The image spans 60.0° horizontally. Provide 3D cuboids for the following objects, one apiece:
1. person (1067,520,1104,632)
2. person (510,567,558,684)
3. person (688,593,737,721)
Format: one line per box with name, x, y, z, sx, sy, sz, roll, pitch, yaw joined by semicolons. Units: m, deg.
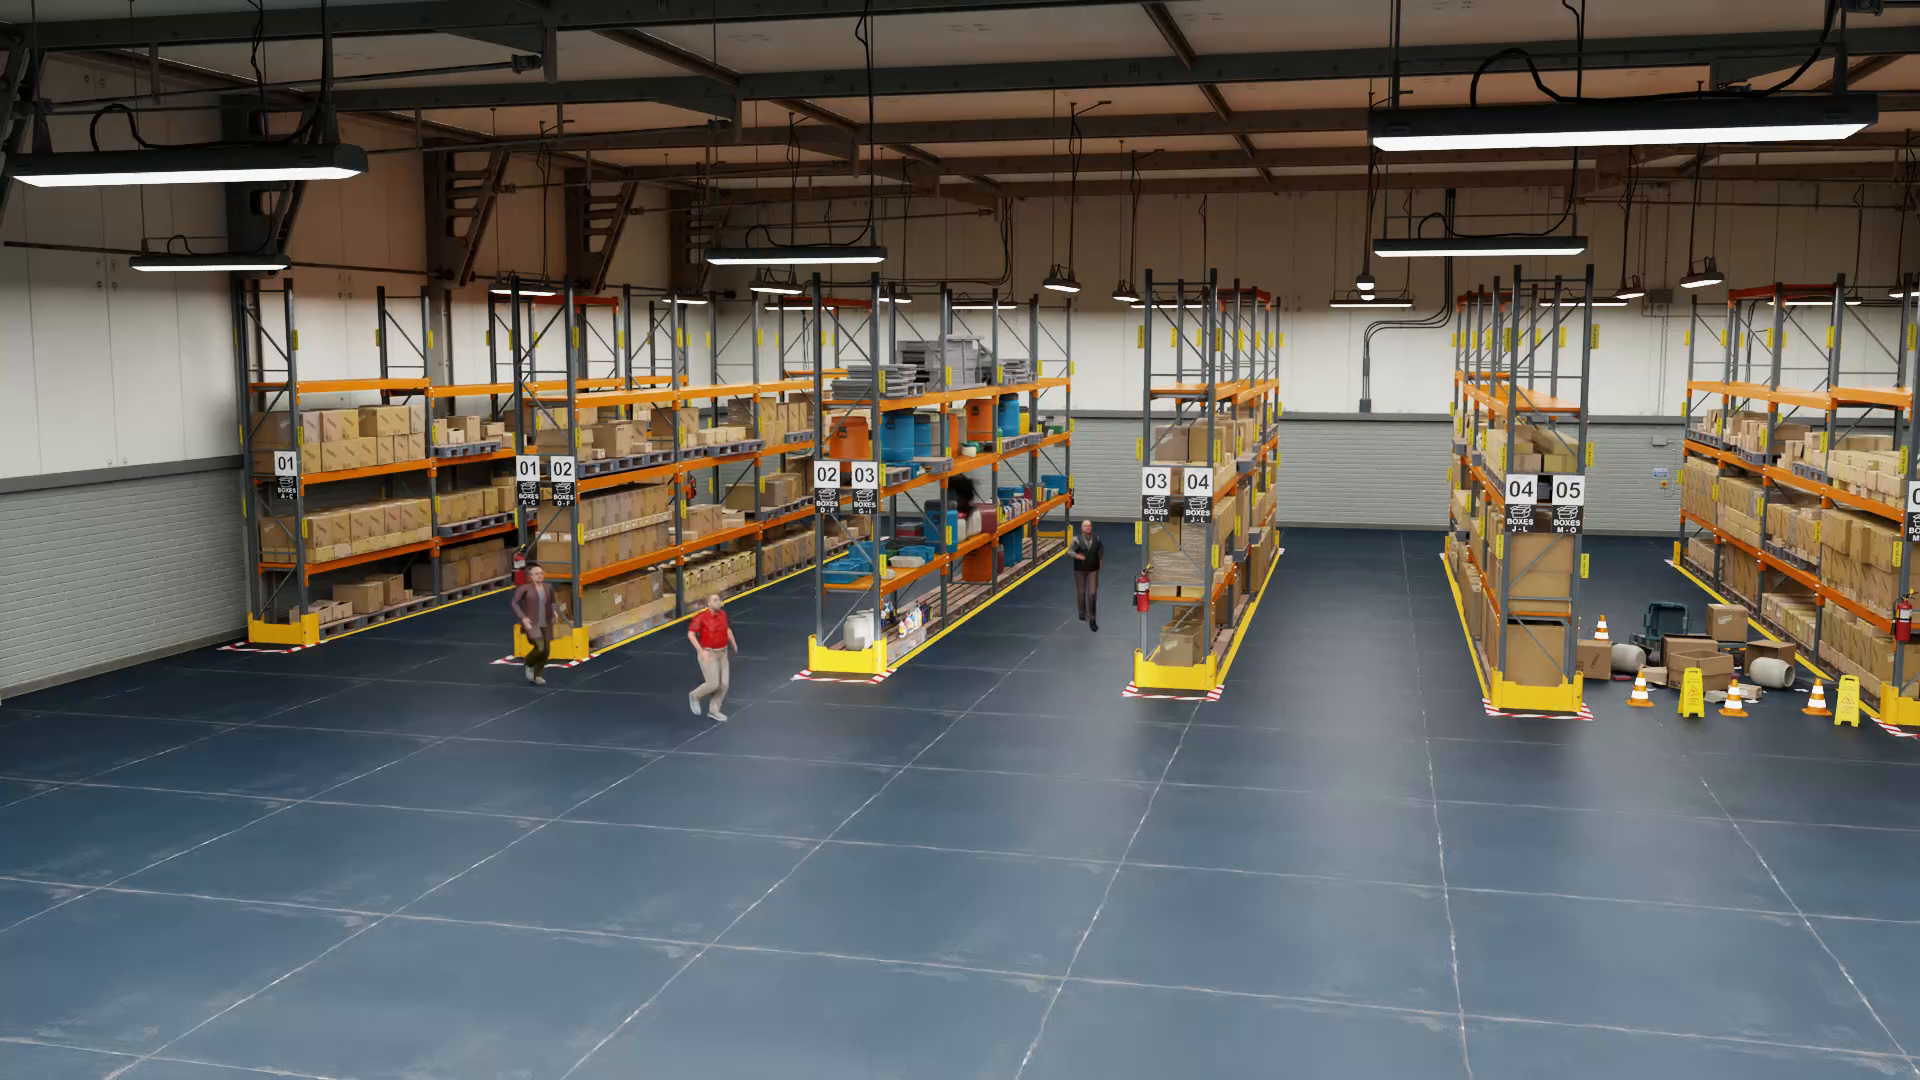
person;2.093;0.585;27.630;0.642;1.840;0.751;0;7;0
person;-6.141;1.250;24.254;0.671;1.730;0.608;-7;10;-44
person;-3.287;1.533;22.060;0.598;1.701;0.681;5;9;39
